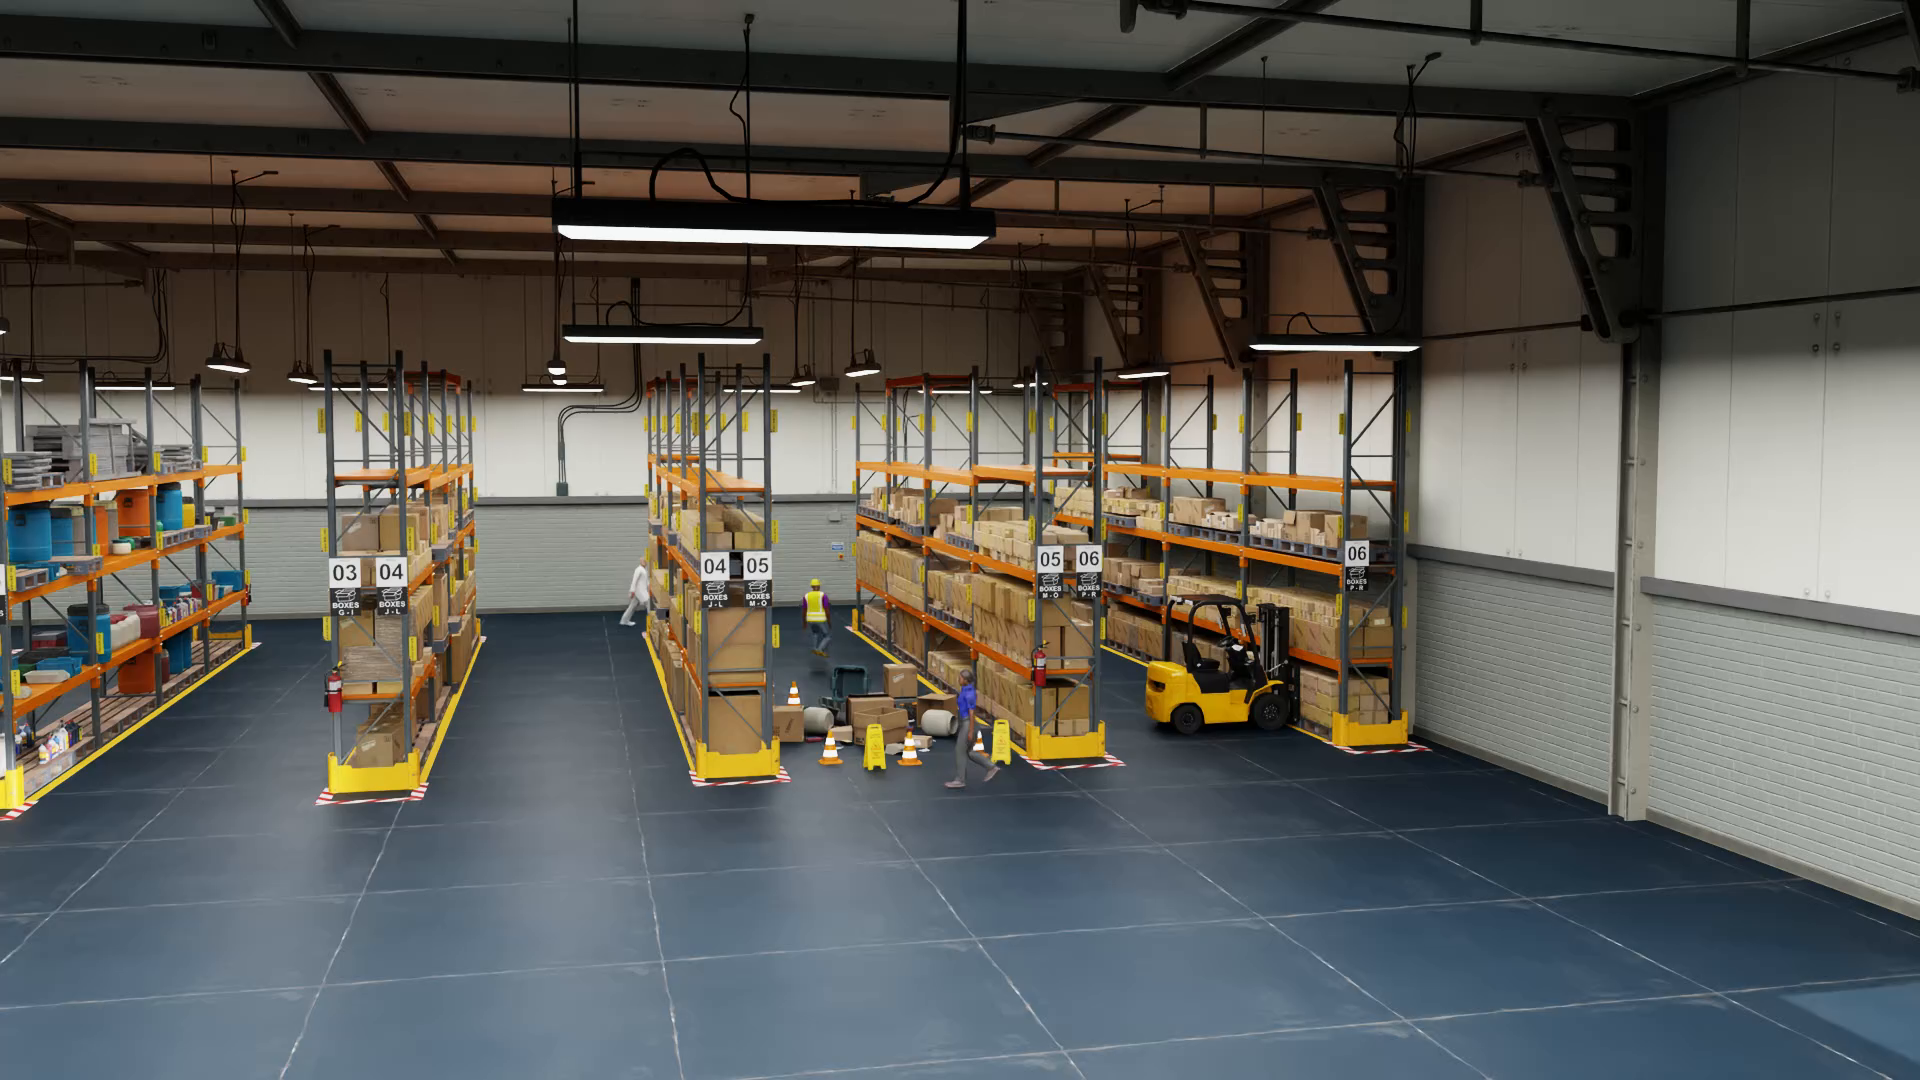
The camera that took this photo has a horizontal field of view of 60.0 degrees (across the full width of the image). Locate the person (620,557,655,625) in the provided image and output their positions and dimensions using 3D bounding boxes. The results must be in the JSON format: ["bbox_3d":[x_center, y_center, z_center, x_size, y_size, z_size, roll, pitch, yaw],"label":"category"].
[{"bbox_3d":[-7.809,1.264,41.066,1.186,1.702,0.522,-1,4,-9],"label":"person"}]

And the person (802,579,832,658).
[{"bbox_3d":[-2.928,1.592,34.187,0.608,1.605,0.640,1,4,16],"label":"person"}]

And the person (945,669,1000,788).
[{"bbox_3d":[0.172,2.586,22.962,0.762,1.632,0.523,0,4,1],"label":"person"}]
